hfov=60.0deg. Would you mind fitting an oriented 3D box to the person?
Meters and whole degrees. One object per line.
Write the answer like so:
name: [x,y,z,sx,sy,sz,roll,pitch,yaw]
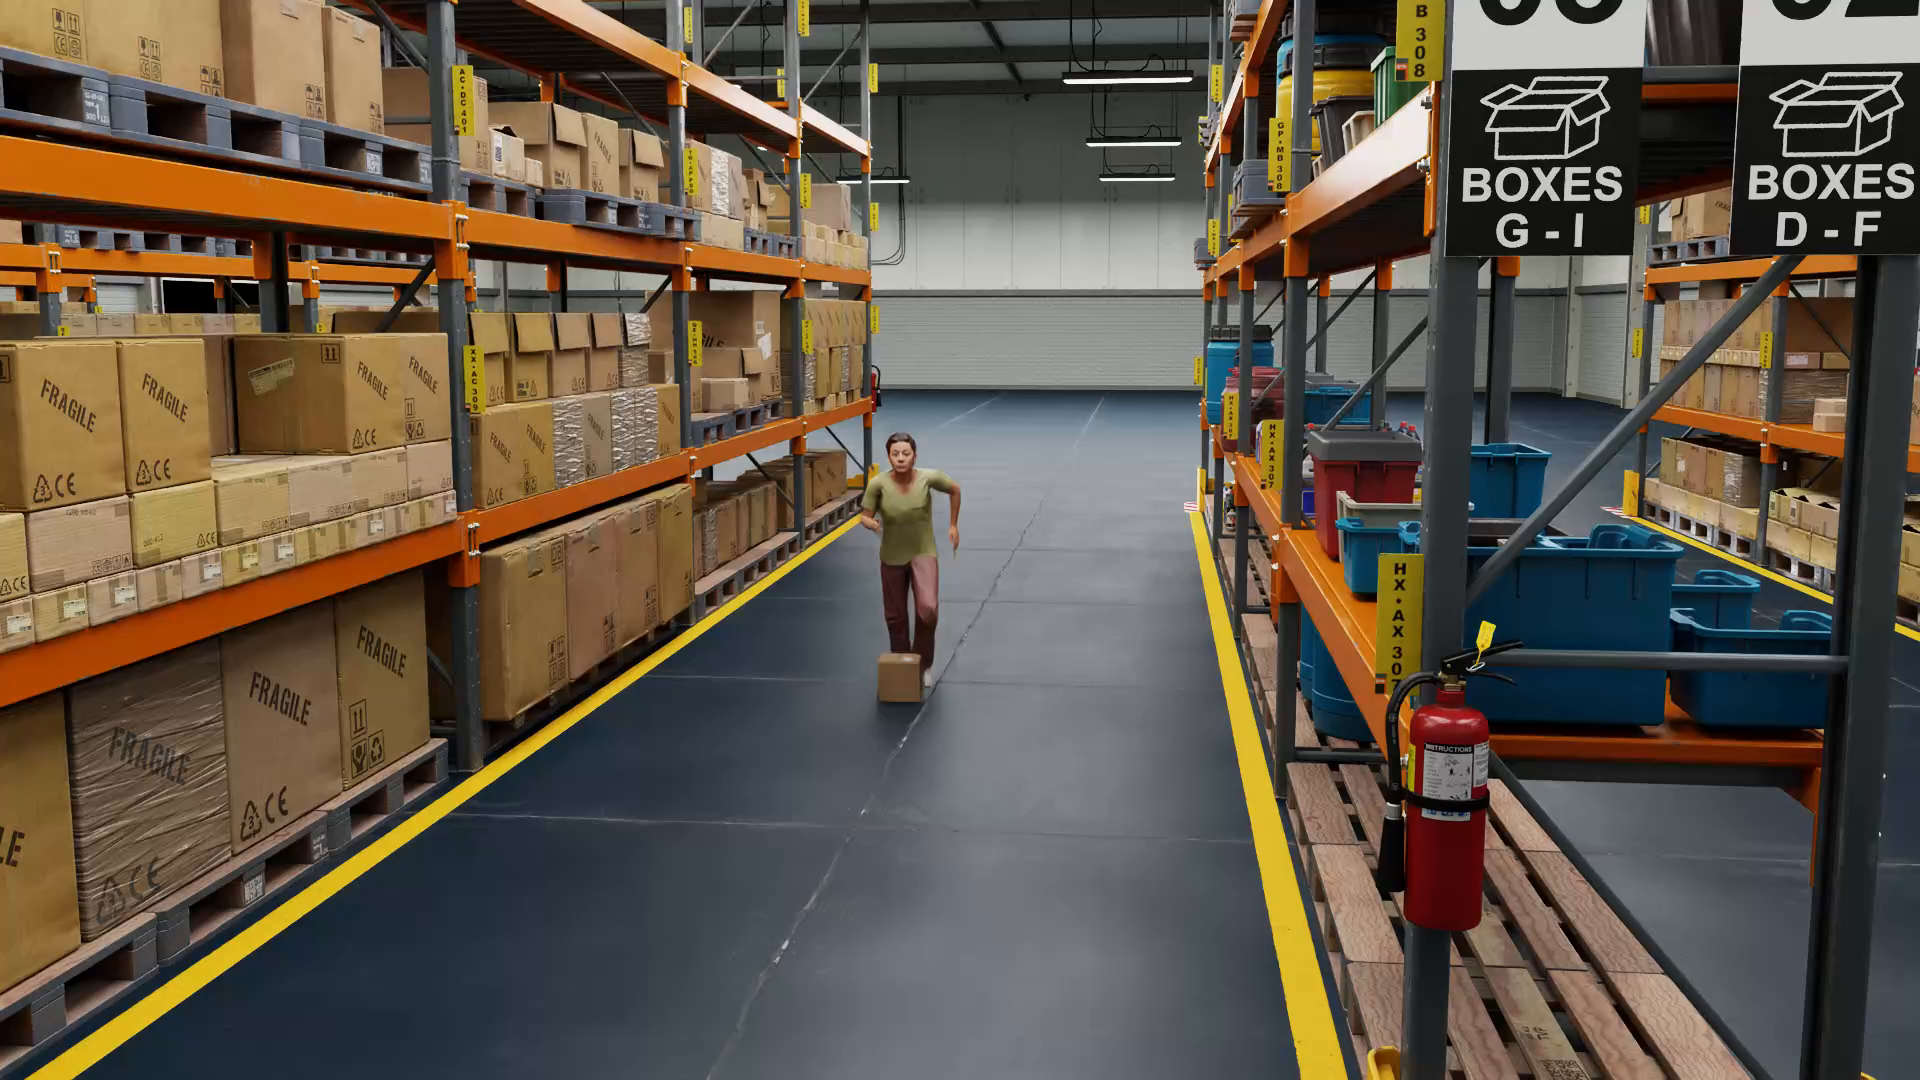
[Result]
person: [-0.308,0.123,10.123,0.577,1.581,0.861,1,8,11]
